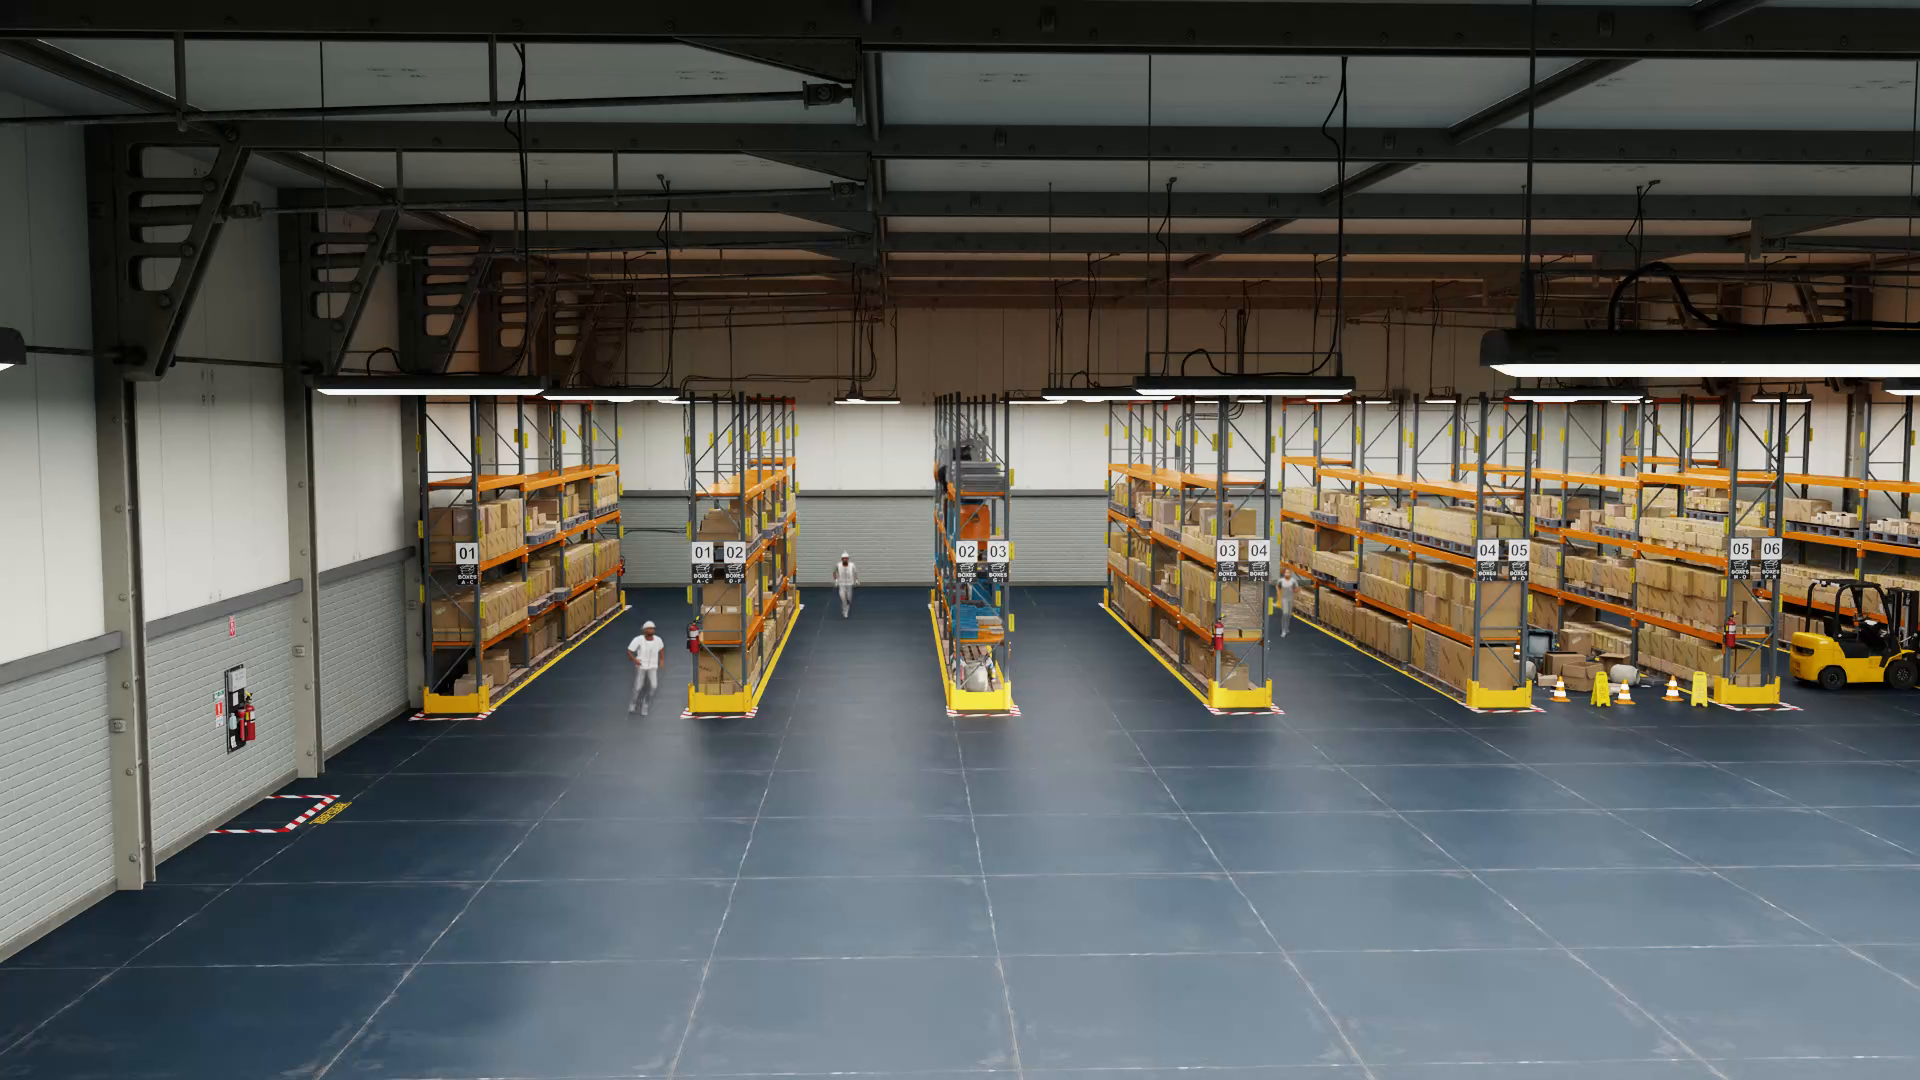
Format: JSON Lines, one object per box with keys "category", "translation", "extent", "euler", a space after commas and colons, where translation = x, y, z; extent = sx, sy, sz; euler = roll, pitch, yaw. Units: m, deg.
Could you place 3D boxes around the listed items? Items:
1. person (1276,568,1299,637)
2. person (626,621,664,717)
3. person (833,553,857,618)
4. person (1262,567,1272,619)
{"category": "person", "translation": [8.214, 1.550, 41.697], "extent": [0.561, 1.718, 0.768], "euler": [0, 5, 0]}
{"category": "person", "translation": [-5.821, 2.390, 30.942], "extent": [0.767, 1.760, 0.654], "euler": [-2, 5, -27]}
{"category": "person", "translation": [-3.144, 1.221, 45.445], "extent": [0.665, 1.748, 0.815], "euler": [-1, 5, -9]}
{"category": "person", "translation": [8.119, 1.286, 44.939], "extent": [0.670, 1.721, 0.840], "euler": [0, 5, -4]}
